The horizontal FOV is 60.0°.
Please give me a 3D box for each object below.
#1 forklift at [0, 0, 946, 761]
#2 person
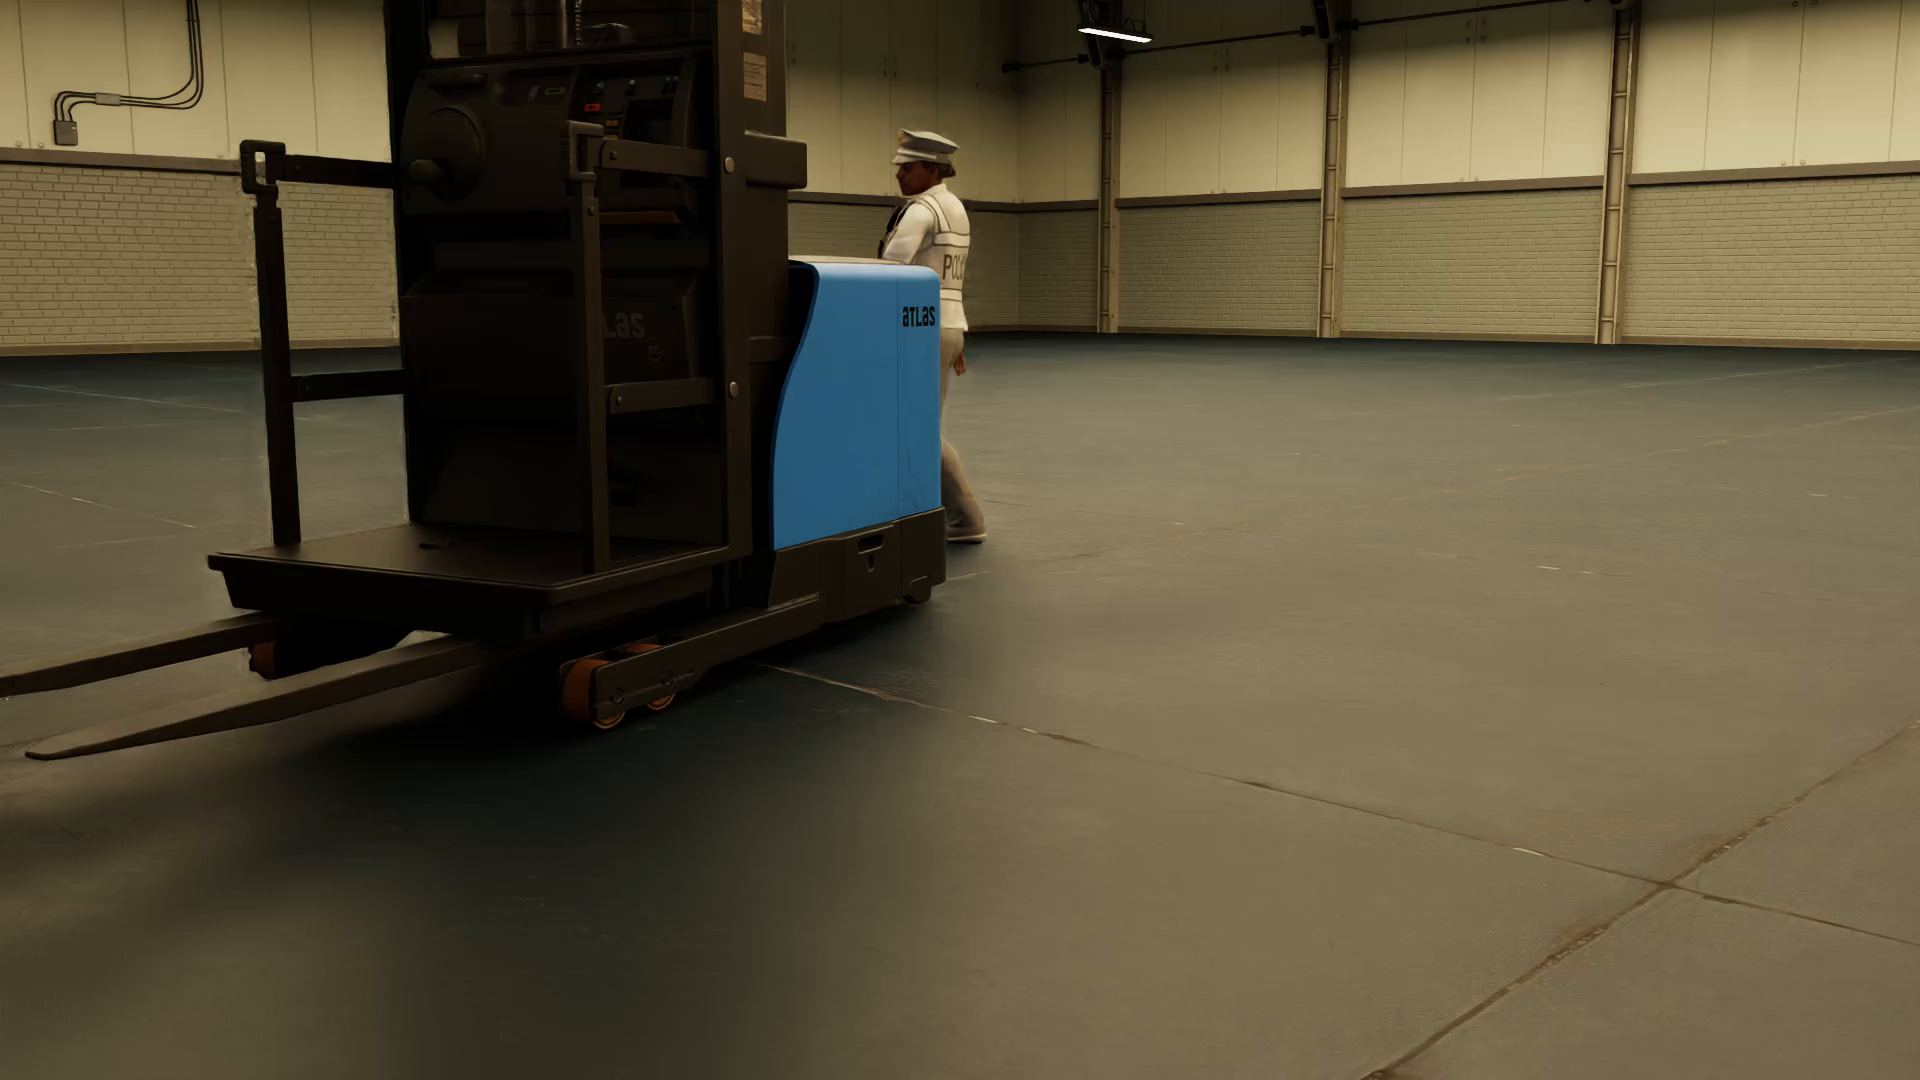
[{"bbox_3d":[-1.156,-1.087,4.094,1.130,2.935,3.031,4,10,26],"label":"forklift"},{"bbox_3d":[-0.169,-0.810,6.688,0.605,1.623,0.568,2,9,13],"label":"person"}]
